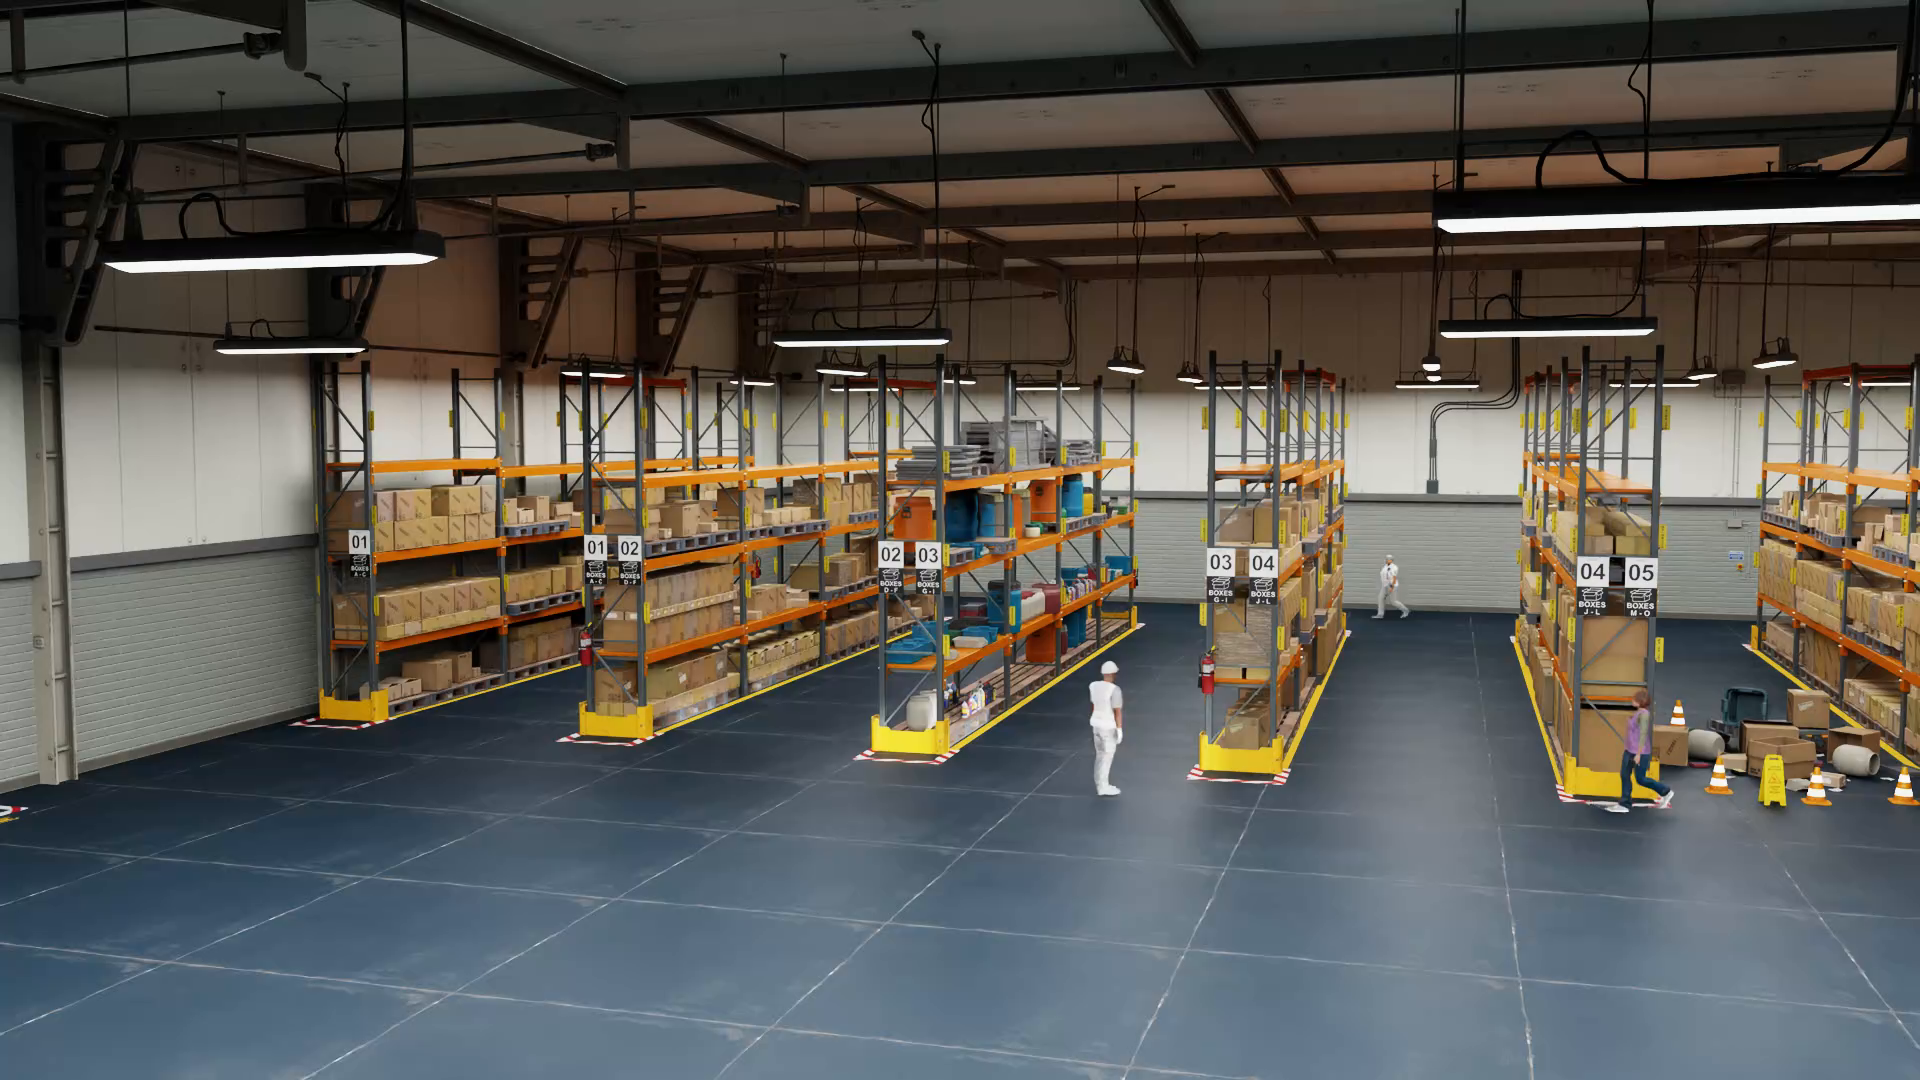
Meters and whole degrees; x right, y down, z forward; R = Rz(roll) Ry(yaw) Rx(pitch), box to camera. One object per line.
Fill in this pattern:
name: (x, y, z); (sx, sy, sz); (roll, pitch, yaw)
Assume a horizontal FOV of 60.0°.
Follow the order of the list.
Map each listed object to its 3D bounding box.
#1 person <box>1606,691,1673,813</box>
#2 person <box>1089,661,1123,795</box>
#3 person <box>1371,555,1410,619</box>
person: (8.668, 2.700, 21.149); (0.752, 1.576, 0.407); (-1, 4, -7)
person: (1.996, 2.511, 22.275); (0.441, 1.791, 0.581); (-3, 5, -32)
person: (10.857, 1.179, 41.941); (0.894, 1.625, 0.507); (0, 4, -3)
